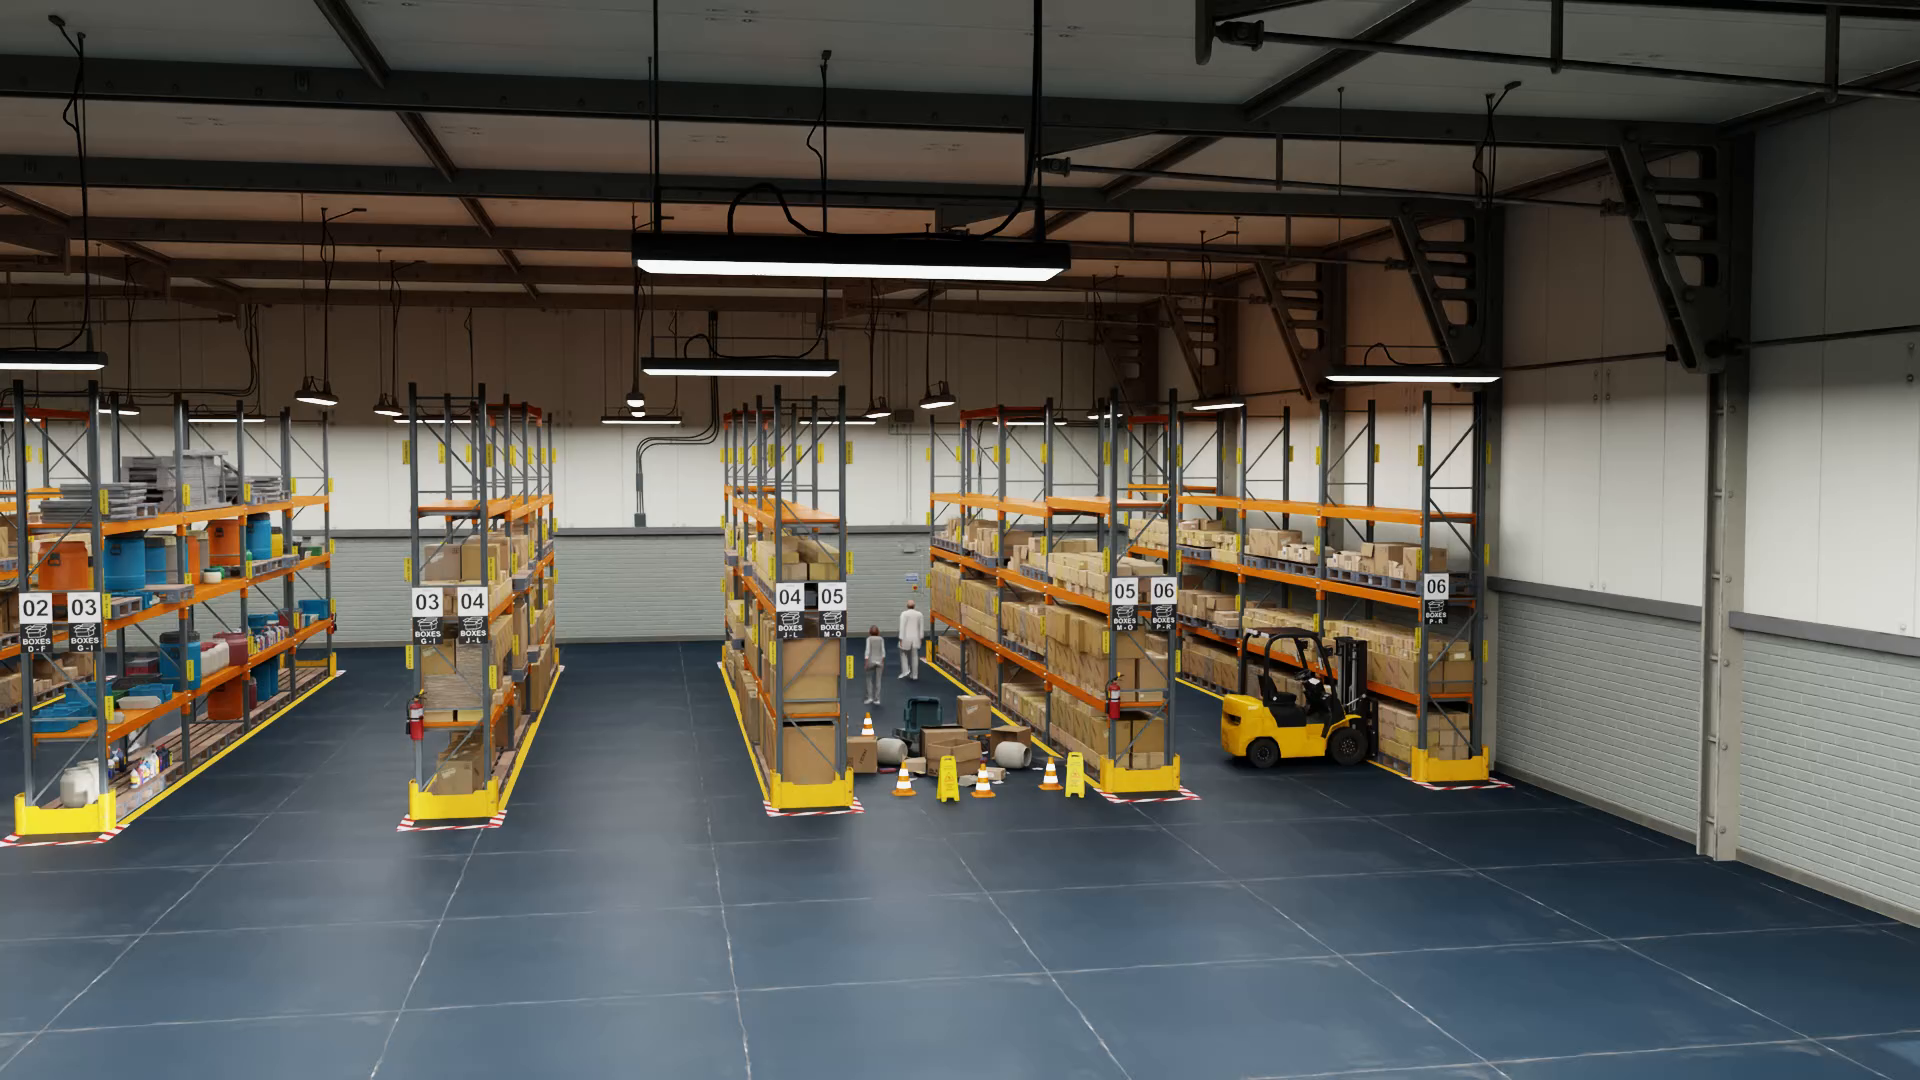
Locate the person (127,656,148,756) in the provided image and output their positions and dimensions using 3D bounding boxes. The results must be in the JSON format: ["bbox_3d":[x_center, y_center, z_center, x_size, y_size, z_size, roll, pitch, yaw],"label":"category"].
[{"bbox_3d":[-13.424,2.730,27.237,0.485,1.667,0.478,-2,3,-34],"label":"person"}]

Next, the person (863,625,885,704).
[{"bbox_3d":[-1.712,2.529,33.514,0.451,1.627,0.621,-1,3,-15],"label":"person"}]

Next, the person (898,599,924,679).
[{"bbox_3d":[-1.082,2.243,37.267,0.620,1.814,0.595,-1,3,-19],"label":"person"}]
